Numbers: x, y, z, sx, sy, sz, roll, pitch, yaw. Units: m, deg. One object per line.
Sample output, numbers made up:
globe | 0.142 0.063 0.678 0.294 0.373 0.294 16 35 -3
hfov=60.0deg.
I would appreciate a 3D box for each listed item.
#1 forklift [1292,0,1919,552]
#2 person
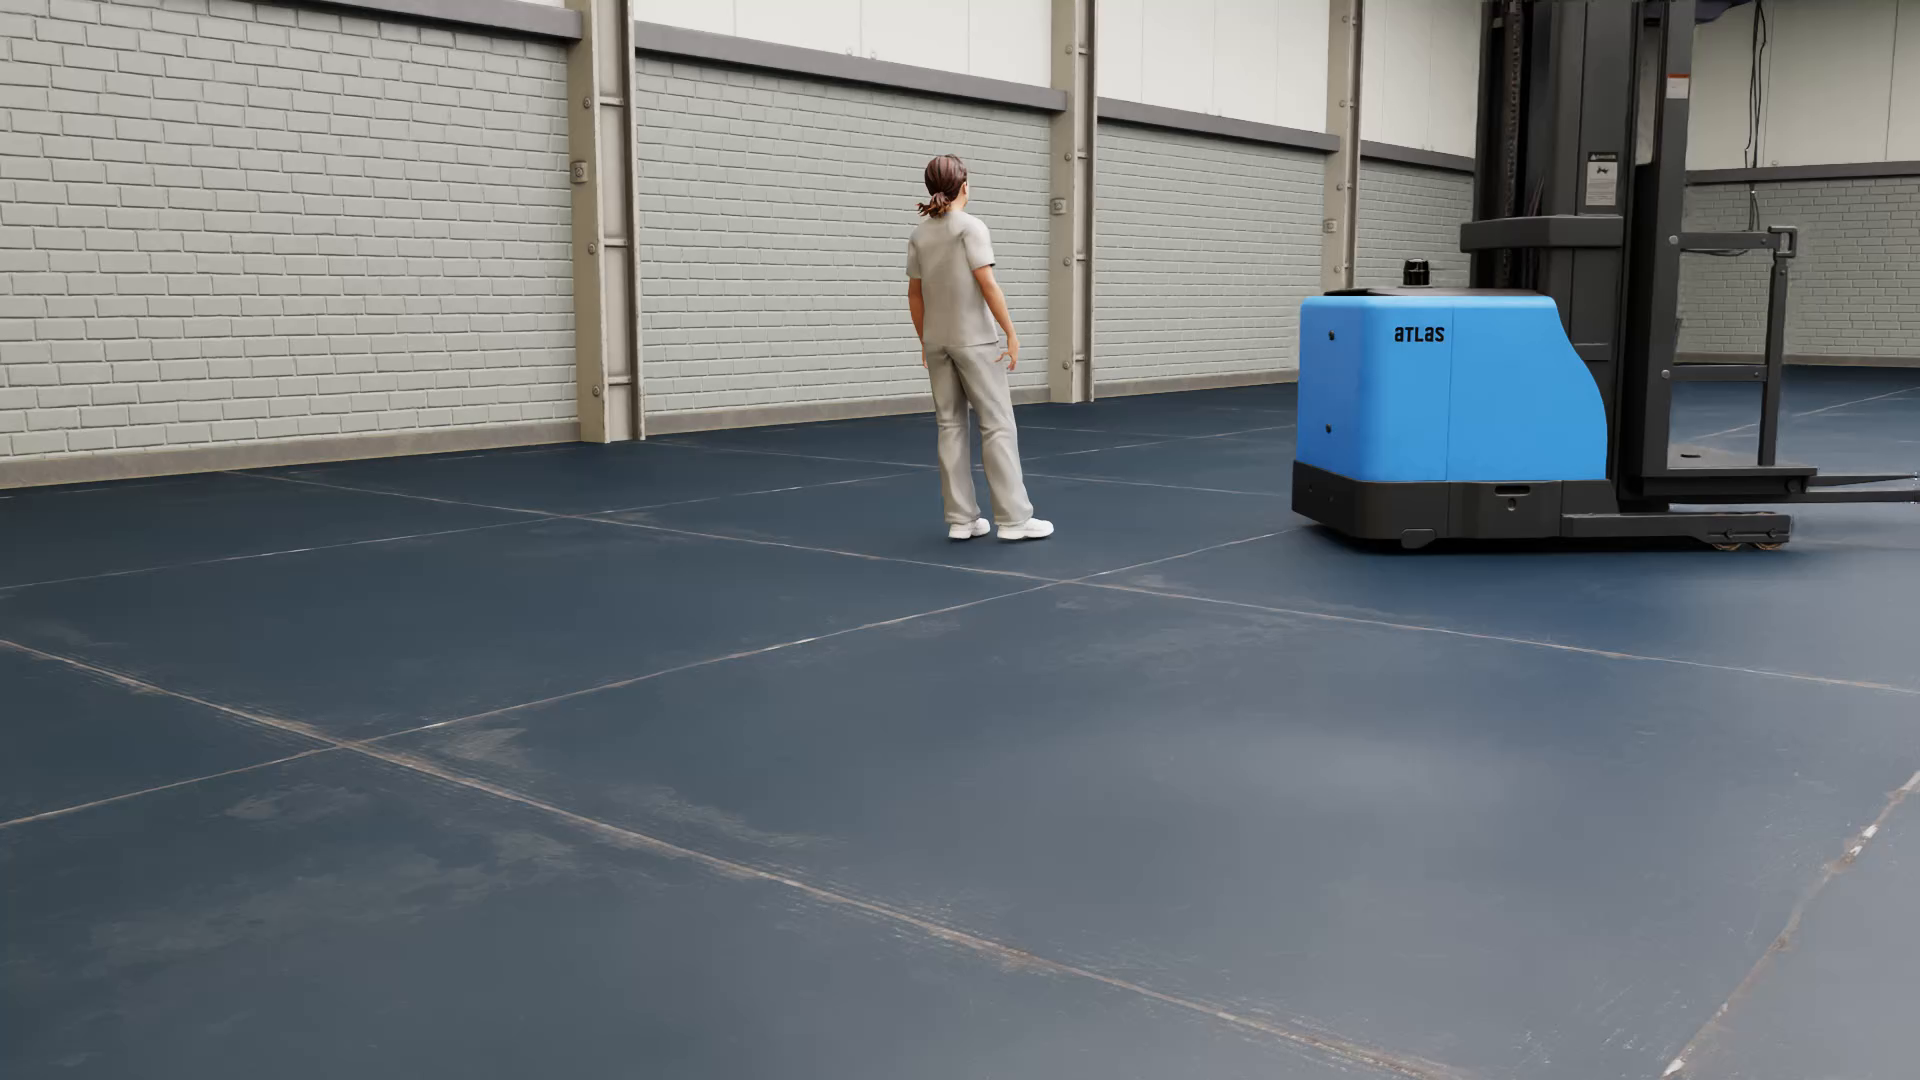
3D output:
forklift | 3.116 -1.476 7.372 3.031 2.935 1.130 -1 8 -5
person | 0.057 -0.835 7.333 0.550 1.657 0.548 7 11 38
